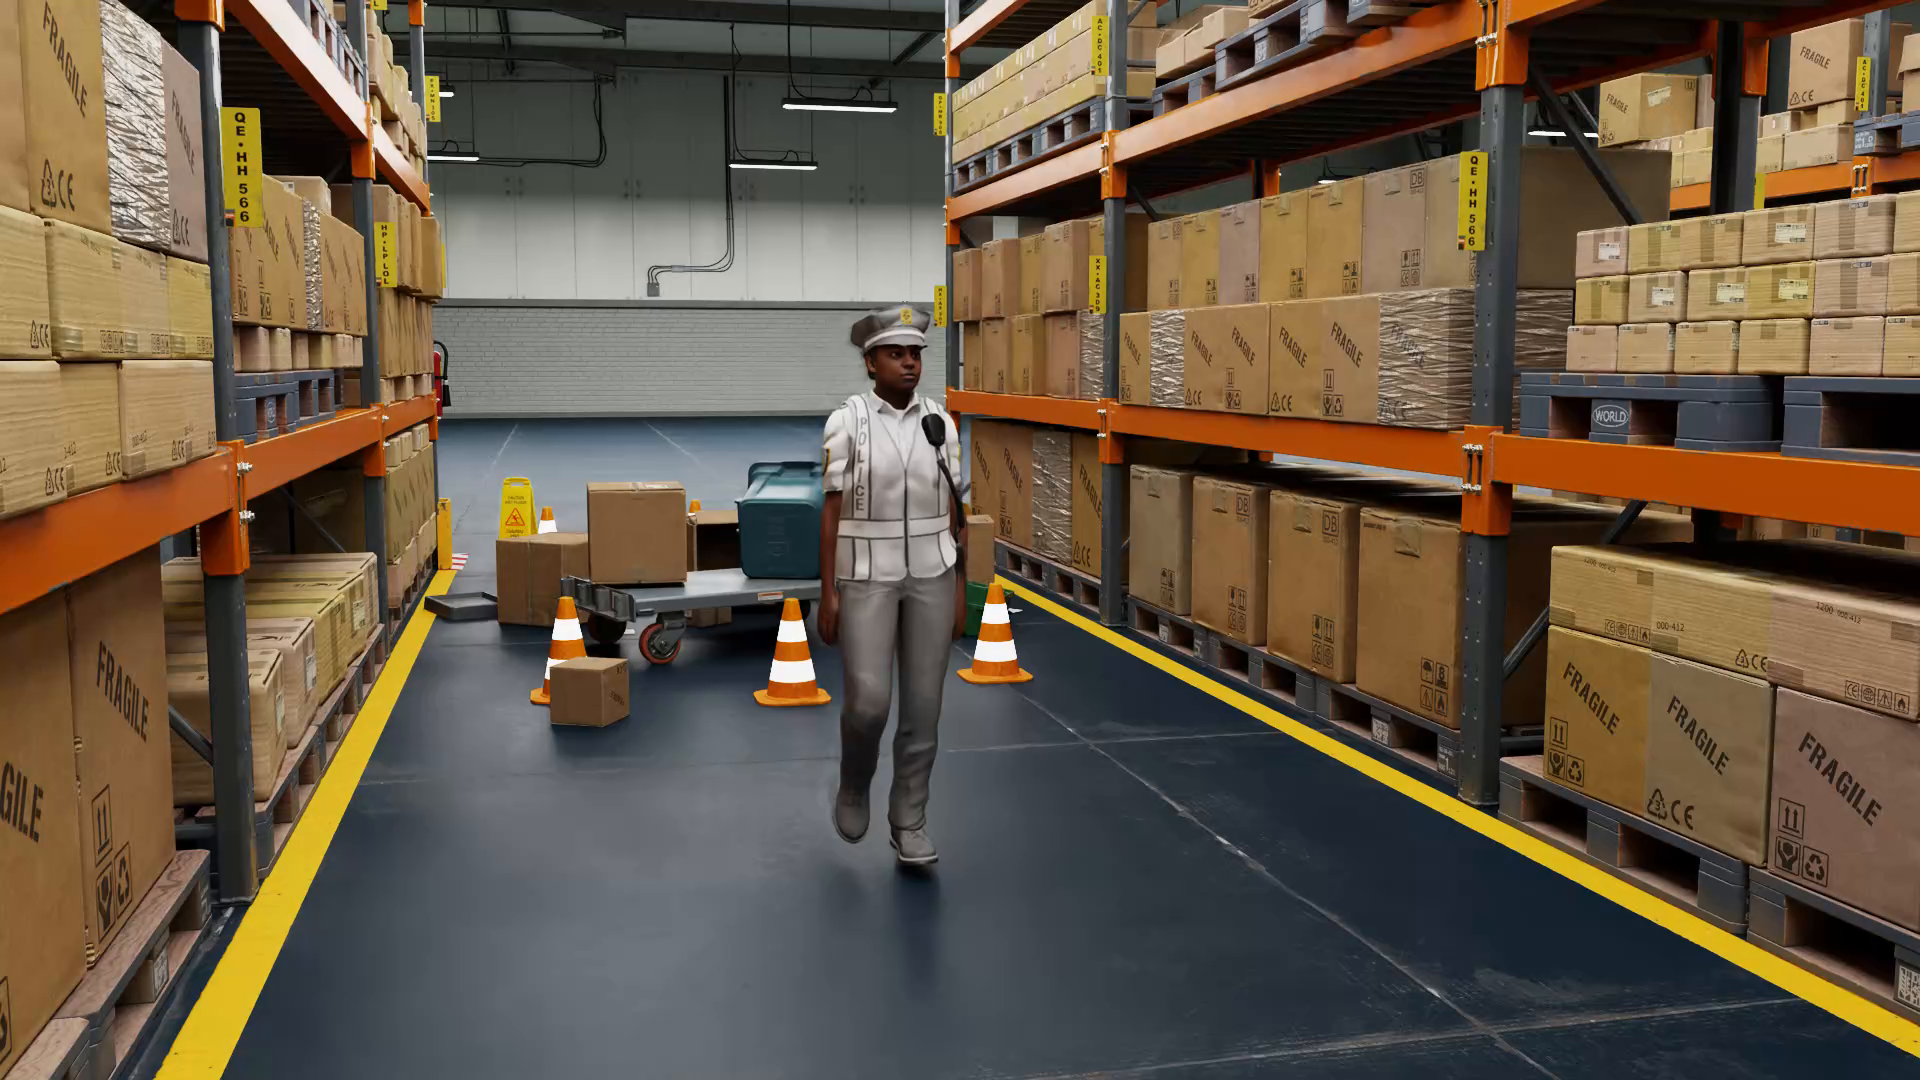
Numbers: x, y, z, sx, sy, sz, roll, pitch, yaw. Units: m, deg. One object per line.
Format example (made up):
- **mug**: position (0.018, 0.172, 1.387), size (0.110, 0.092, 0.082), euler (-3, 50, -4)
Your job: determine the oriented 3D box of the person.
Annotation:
- **person**: position (-0.198, 0.133, 5.061), size (0.476, 1.683, 0.467), euler (-2, 7, -18)
